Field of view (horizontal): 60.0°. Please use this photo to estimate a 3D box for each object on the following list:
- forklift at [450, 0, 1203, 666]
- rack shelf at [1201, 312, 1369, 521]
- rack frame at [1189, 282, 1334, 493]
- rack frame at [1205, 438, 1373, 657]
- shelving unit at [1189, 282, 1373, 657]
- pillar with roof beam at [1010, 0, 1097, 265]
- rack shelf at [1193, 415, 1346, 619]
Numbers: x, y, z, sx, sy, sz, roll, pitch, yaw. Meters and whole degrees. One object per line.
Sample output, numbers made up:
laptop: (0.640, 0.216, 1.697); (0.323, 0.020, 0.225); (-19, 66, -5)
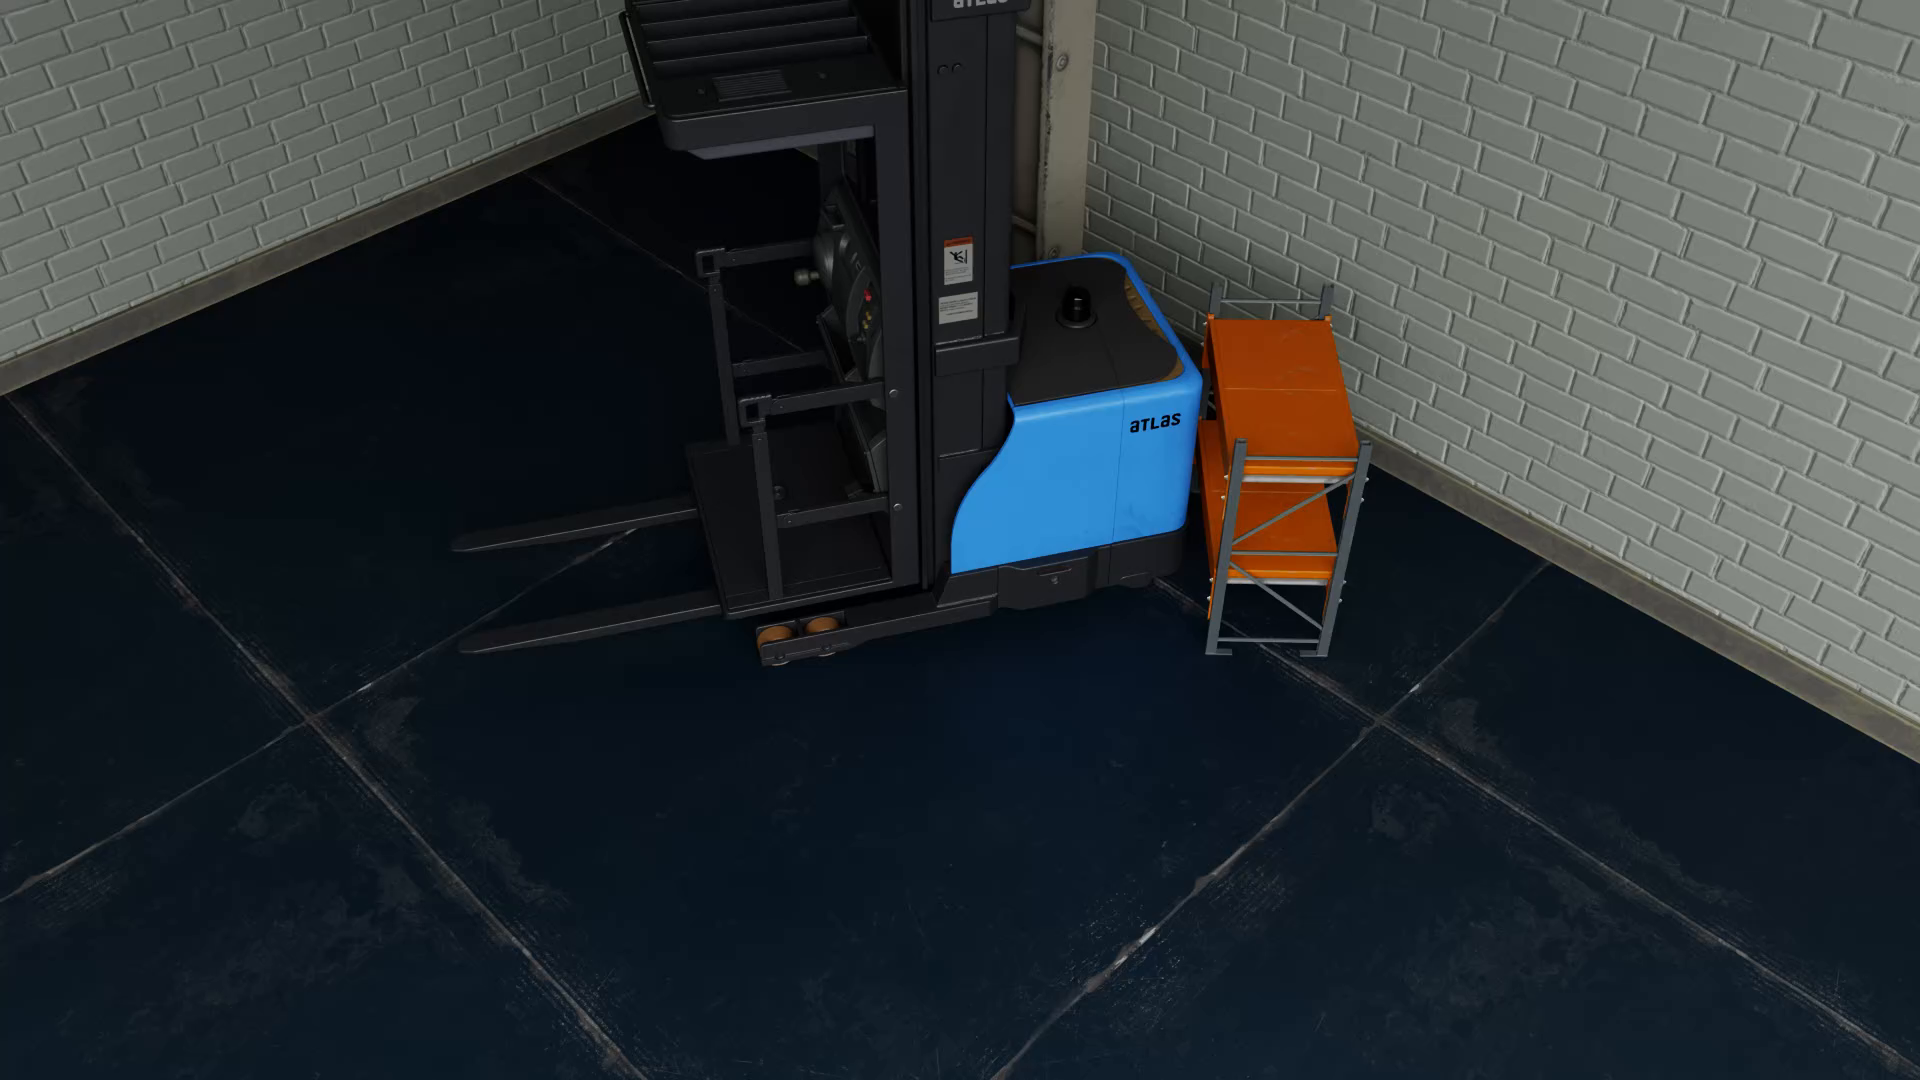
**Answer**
forklift: (-0.607, -0.963, 6.249); (3.031, 2.935, 1.130); (-11, 44, -11)
rack shelf: (1.275, -0.506, 6.655); (0.538, 0.278, 1.000); (1, 43, 1)
rack frame: (1.289, -0.636, 7.227); (0.500, 1.125, 0.032); (1, 43, 1)
rack frame: (1.262, 0.054, 6.481); (0.500, 1.125, 0.032); (1, 43, 1)
shelving unit: (1.275, -0.291, 6.854); (0.538, 1.125, 1.048); (1, 43, 1)
pillar with roof beam: (-2.667, -2.531, 3.476); (9.100, 9.000, 0.400); (-34, 53, -31)
rack shelf: (1.275, -0.112, 7.020); (0.538, 0.278, 1.000); (1, 43, 1)
